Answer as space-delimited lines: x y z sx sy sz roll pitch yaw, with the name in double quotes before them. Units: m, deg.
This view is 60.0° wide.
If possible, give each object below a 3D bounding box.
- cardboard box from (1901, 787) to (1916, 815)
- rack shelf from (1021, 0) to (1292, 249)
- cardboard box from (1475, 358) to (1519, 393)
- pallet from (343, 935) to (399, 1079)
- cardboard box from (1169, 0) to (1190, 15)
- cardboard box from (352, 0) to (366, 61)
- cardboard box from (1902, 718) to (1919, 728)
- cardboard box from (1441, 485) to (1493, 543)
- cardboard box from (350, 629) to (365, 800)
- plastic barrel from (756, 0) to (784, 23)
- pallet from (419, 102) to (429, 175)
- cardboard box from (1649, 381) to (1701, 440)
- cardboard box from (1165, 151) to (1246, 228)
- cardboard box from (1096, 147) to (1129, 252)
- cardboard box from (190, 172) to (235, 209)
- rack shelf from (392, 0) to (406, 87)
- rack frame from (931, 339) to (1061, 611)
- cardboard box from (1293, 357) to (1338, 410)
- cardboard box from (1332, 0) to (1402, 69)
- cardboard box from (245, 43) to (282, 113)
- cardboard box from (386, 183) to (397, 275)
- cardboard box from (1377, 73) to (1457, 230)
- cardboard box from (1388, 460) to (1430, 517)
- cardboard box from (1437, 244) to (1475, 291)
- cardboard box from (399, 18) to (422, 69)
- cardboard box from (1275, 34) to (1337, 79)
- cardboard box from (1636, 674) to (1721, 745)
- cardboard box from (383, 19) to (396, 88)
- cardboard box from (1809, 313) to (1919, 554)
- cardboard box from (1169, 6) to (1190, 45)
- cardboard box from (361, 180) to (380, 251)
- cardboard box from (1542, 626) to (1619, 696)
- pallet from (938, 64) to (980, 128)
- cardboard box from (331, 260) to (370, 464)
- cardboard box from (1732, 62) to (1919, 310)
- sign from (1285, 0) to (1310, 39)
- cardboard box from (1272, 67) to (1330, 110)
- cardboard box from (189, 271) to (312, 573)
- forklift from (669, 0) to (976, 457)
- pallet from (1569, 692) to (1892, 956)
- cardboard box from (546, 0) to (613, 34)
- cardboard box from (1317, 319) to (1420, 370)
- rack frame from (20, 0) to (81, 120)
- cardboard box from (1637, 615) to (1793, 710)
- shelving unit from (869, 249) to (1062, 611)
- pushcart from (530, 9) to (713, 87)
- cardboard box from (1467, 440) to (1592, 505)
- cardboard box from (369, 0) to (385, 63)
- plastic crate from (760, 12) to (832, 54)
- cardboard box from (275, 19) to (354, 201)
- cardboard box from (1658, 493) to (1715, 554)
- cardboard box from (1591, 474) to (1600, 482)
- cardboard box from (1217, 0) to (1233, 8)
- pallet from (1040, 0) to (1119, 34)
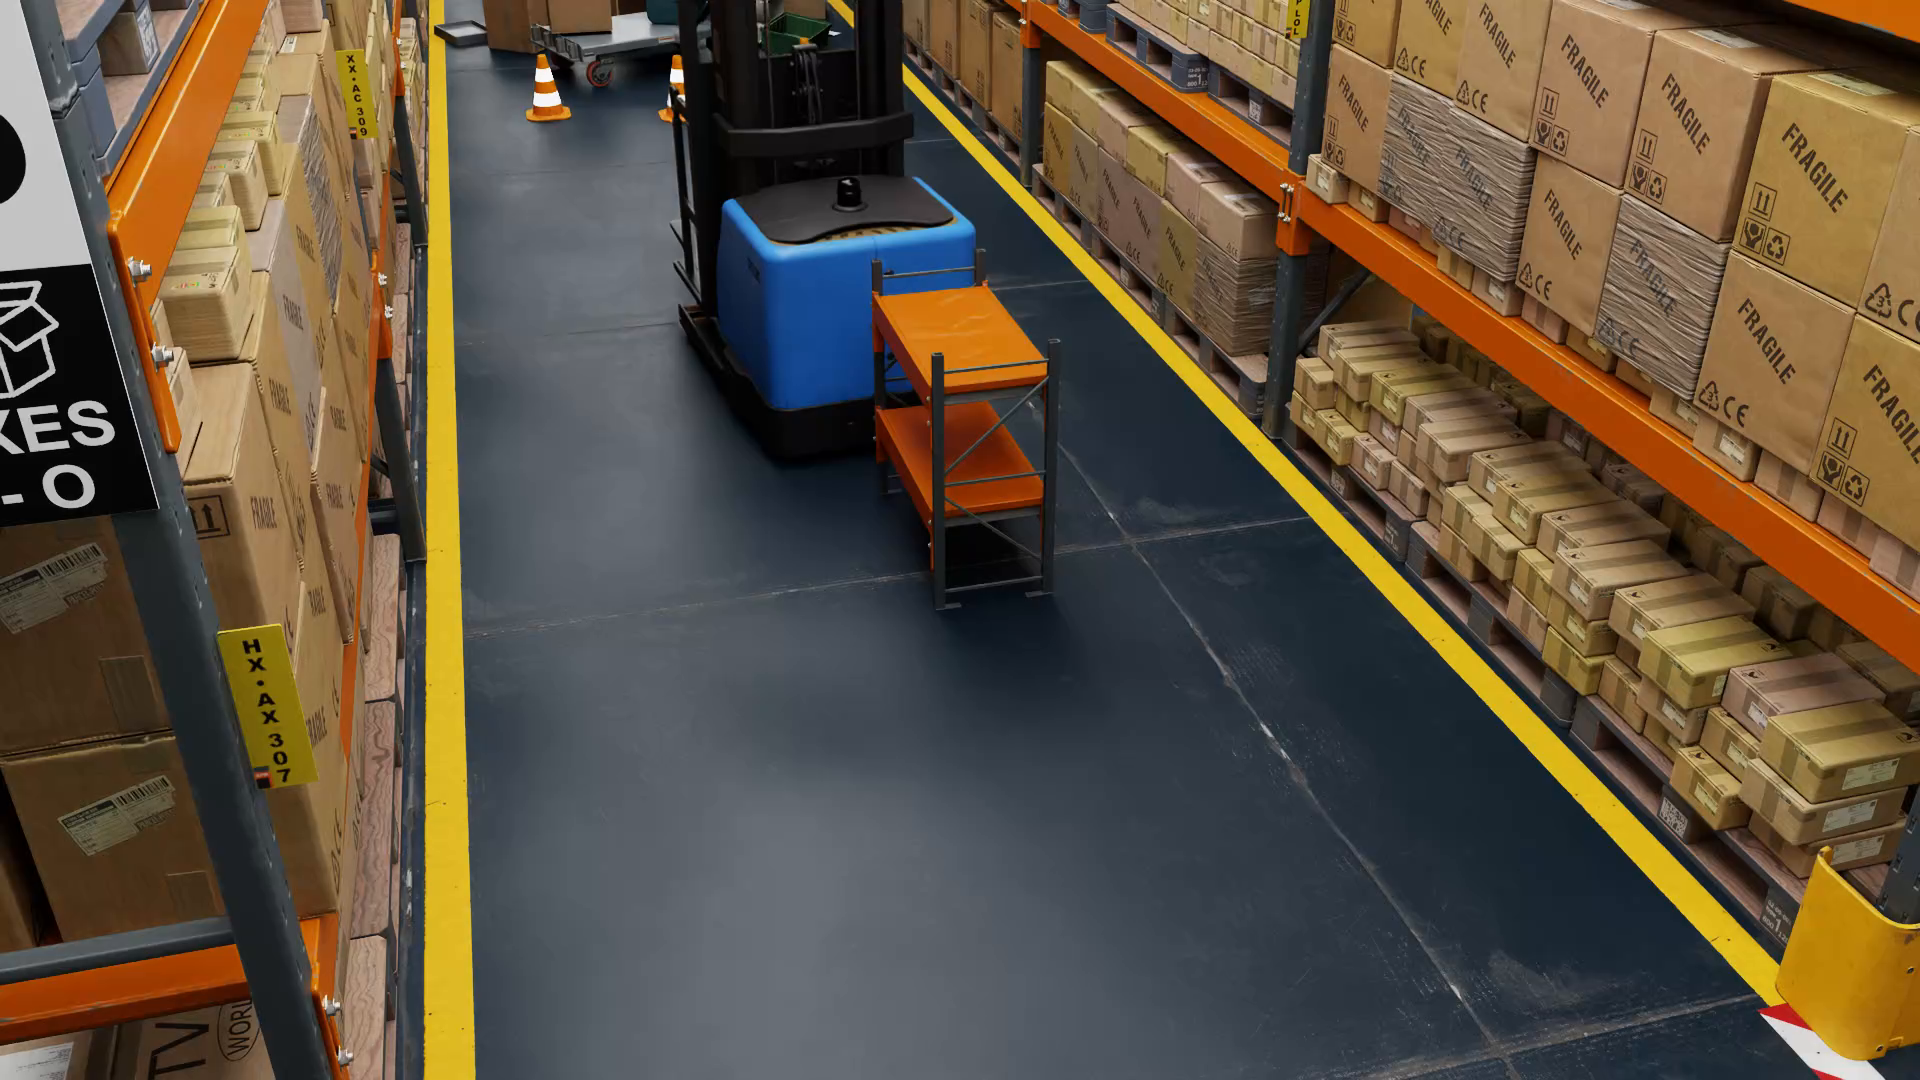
"cardboard box" 3.208 0.816 5.273 0.380 0.149 0.250 -7 31 -12
"rack shelf" 1.446 -2.527 9.340 1.077 0.370 4.000 -8 31 -13
"cardboard box" 2.501 -0.703 7.304 0.380 0.149 0.250 -8 31 -14
"pallet" -1.995 1.597 4.280 1.003 0.211 1.213 -8 31 -13
"cardboard box" 1.328 -2.877 8.760 0.380 0.149 0.250 -8 31 -13
"cardboard box" -2.901 -2.377 7.265 0.500 0.500 0.500 -9 31 -15
"cardboard box" 3.129 0.556 5.426 0.380 0.149 0.250 -8 31 -14
"cardboard box" 2.143 -0.112 6.578 0.380 0.149 0.250 -8 31 -14
"cardboard box" -2.467 0.511 5.511 0.875 0.438 0.875 -9 31 -15
"plastic barrel" -1.926 -4.966 15.406 0.512 0.421 0.421 13 32 21
"pallet" -4.357 -2.857 11.975 1.003 0.211 1.213 -8 31 -13
"cardboard box" 2.437 -0.448 5.280 0.380 0.149 0.250 -9 31 -15
"cardboard box" 1.412 -1.873 8.820 0.500 0.250 0.500 -6 31 -11
"cardboard box" 1.135 -2.039 9.855 0.500 0.500 0.500 -9 31 -15
"cardboard box" -1.839 -0.701 3.722 0.380 0.149 0.250 -8 31 -13
"rack shelf" -4.361 -3.752 11.457 1.077 0.370 4.000 -8 31 -13
"rack frame" 0.137 -0.238 6.538 0.500 1.125 0.032 -8 31 -13
"cardboard box" 1.765 -0.732 7.650 0.380 0.149 0.250 -6 31 -11
"cardboard box" 1.862 -2.227 6.709 0.500 0.500 0.500 -7 31 -12
"cardboard box" -2.172 -1.317 4.785 0.380 0.149 0.250 -8 31 -14
"cardboard box" -3.727 -2.015 9.439 0.875 0.875 0.875 -8 31 -14
"cardboard box" 2.004 -1.534 6.509 0.500 0.500 0.500 -8 31 -13
"cardboard box" 2.066 -0.244 7.105 0.380 0.149 0.250 -8 31 -14
"cardboard box" 2.069 -1.084 6.380 0.380 0.149 0.250 -7 31 -12
"cardboard box" -4.750 -3.821 13.061 0.950 0.372 0.625 -7 31 -13
"cardboard box" 1.681 -2.240 7.661 0.380 0.149 0.250 -7 31 -12
"cardboard box" 2.484 0.515 5.496 0.380 0.149 0.250 -9 31 -15
"cardboard box" -3.295 -2.578 8.860 0.500 0.250 0.500 -7 31 -12
"cardboard box" 2.671 -0.296 4.370 0.500 0.500 0.500 -7 31 -12
"cardboard box" 1.332 -2.740 8.821 0.380 0.149 0.250 -7 31 -11
"cardboard box" -2.631 -1.348 6.735 0.500 0.250 0.500 -9 31 -14
"cardboard box" 2.339 0.403 5.987 0.380 0.149 0.250 -9 31 -15
"pallet" 0.459 -3.577 13.219 1.003 0.211 1.213 -8 31 -13
"cardboard box" -2.110 -0.530 5.072 0.500 0.500 0.500 -8 31 -14
"cardboard box" 2.543 -0.978 4.551 0.500 0.500 0.500 -9 31 -15
"sign" 1.443 -2.298 7.071 0.100 0.325 0.005 -8 31 -13
"cardboard box" 1.681 -2.111 7.735 0.380 0.149 0.250 -9 31 -14
"cardboard box" -1.704 -0.228 3.552 0.500 0.500 0.500 -9 31 -15
"forklift" -0.913 -2.383 8.440 1.130 2.935 3.031 -11 32 -18
"pallet" 2.837 0.832 5.601 1.003 0.211 1.213 -8 31 -13
"cardboard box" -3.184 -4.527 13.816 0.500 0.500 0.500 -8 31 -13
"cardboard box" 1.869 -0.884 7.616 0.380 0.149 0.250 -7 31 -11
"rack frame" -1.707 -1.830 1.429 1.000 3.000 0.127 -8 31 -13
"cardboard box" 2.451 0.395 5.407 0.380 0.149 0.250 -9 31 -14
"shelving unit" 0.002 -0.484 6.963 0.538 1.125 1.048 -8 31 -13
"pushcart" -2.707 -4.222 14.168 1.648 0.377 0.936 -20 35 -30
"cardboard box" 2.231 -0.250 6.521 0.380 0.149 0.250 -9 31 -15
"cardboard box" -3.162 -2.557 8.325 0.500 0.250 0.500 -9 31 -15
"plastic crate" -1.456 -4.454 14.701 0.450 0.188 0.662 16 32 7
"cardboard box" -2.377 -1.451 5.664 0.500 0.500 0.500 -8 31 -14
"cardboard box" 2.859 -0.077 6.222 0.380 0.149 0.250 -7 31 -13
"cardboard box" 2.649 -0.197 6.725 0.380 0.149 0.250 -9 31 -16
"cardboard box" 1.474 -2.753 8.249 0.380 0.149 0.250 -8 31 -13
"pallet" 1.207 -3.392 10.307 1.213 0.211 1.003 -8 31 -13
